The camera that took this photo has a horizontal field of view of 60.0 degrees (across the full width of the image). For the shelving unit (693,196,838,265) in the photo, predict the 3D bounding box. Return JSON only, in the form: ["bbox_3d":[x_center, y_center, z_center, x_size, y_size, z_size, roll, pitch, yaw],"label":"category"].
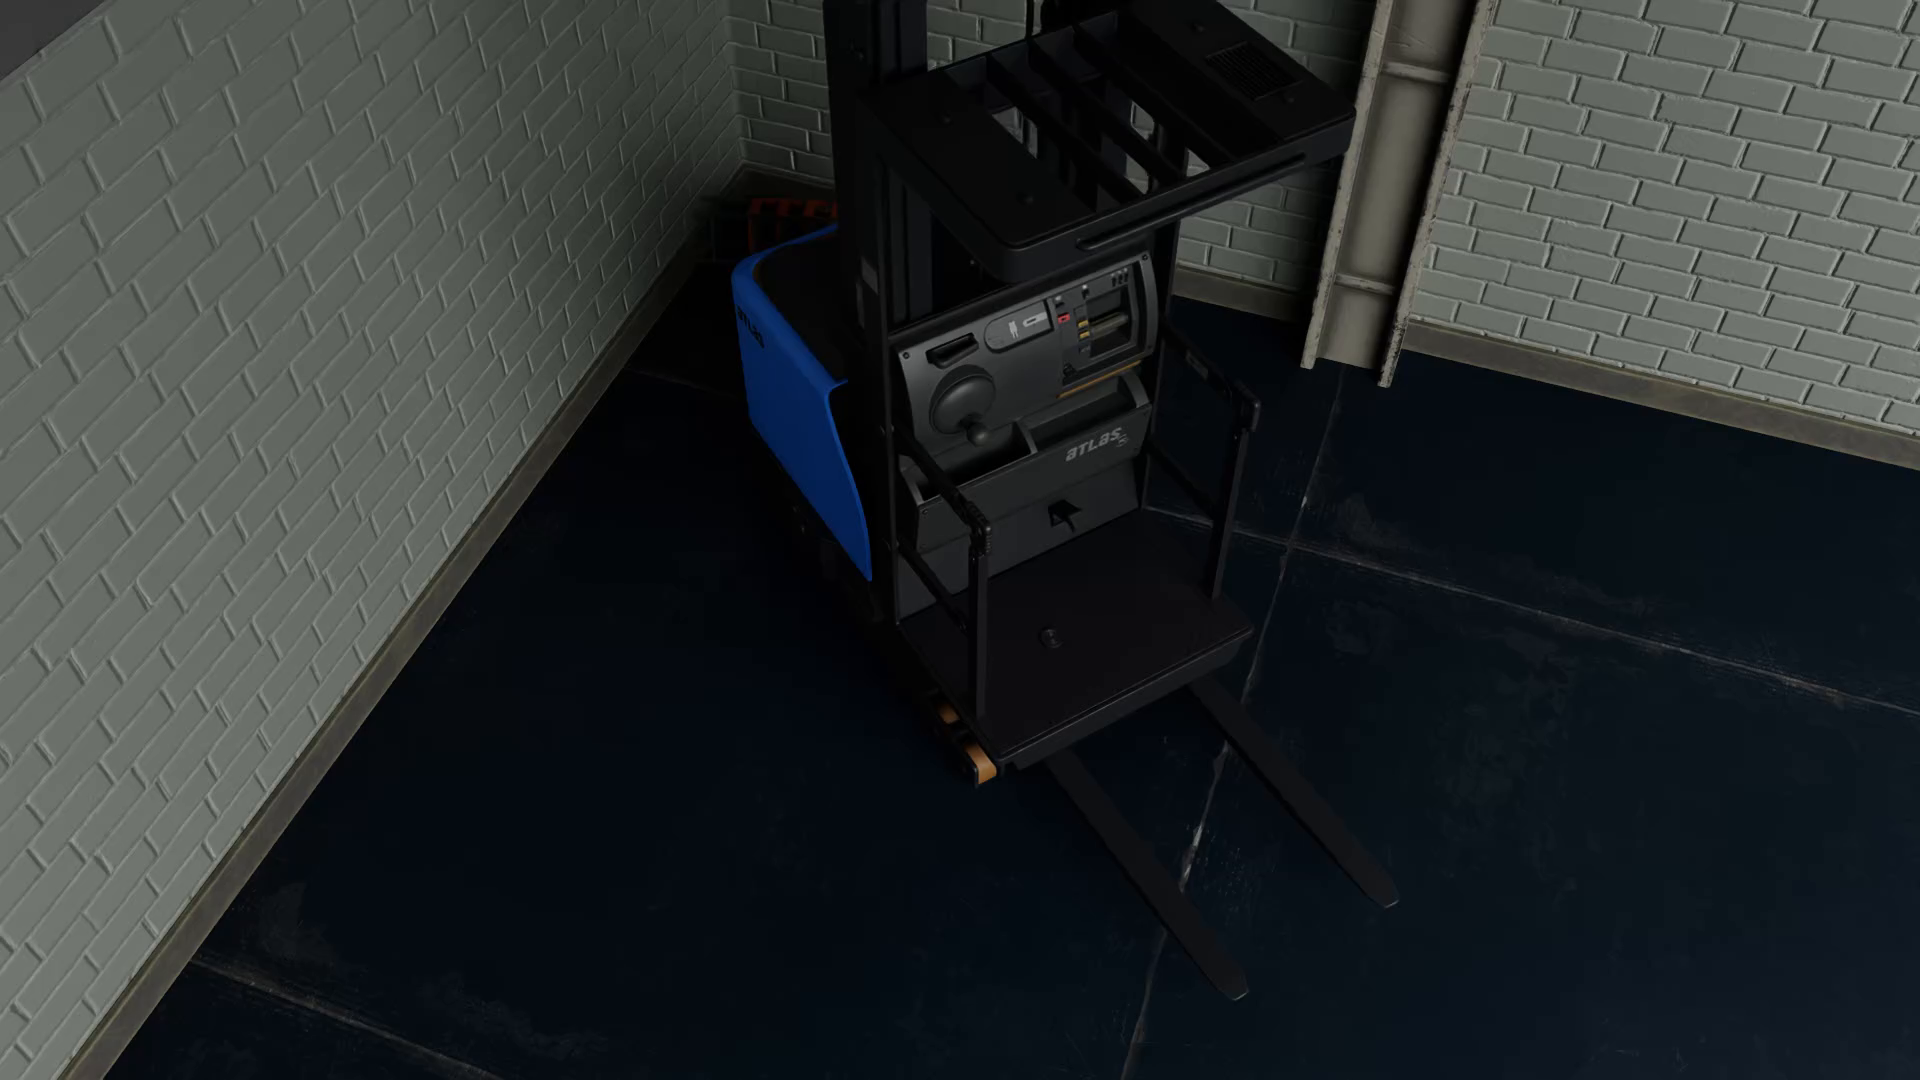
[{"bbox_3d":[-0.567,-1.351,7.381,1.200,0.258,0.189,3,33,1],"label":"shelving unit"}]

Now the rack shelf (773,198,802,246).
[{"bbox_3d":[-0.762,-1.361,7.386,0.103,0.258,0.180,3,33,1],"label":"rack shelf"}]

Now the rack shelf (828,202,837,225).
[{"bbox_3d":[-0.522,-1.348,7.380,0.103,0.258,0.180,3,33,1],"label":"rack shelf"}]

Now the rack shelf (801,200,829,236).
[{"bbox_3d":[-0.642,-1.355,7.383,0.103,0.258,0.180,3,33,1],"label":"rack shelf"}]

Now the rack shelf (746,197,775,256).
[{"bbox_3d":[-0.882,-1.367,7.388,0.103,0.258,0.180,3,33,1],"label":"rack shelf"}]

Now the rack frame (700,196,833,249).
[{"bbox_3d":[-0.562,-1.400,7.458,1.200,0.240,0.006,3,33,1],"label":"rack frame"}]

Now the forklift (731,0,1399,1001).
[{"bbox_3d":[0.339,-0.509,5.118,1.130,2.935,3.031,-25,53,-20],"label":"forklift"}]

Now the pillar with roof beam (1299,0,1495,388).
[{"bbox_3d":[0.230,-0.713,1.279,0.400,9.000,9.100,16,51,13],"label":"pillar with roof beam"}]

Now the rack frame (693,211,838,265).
[{"bbox_3d":[-0.571,-1.301,7.305,1.200,0.240,0.006,3,33,1],"label":"rack frame"}]
